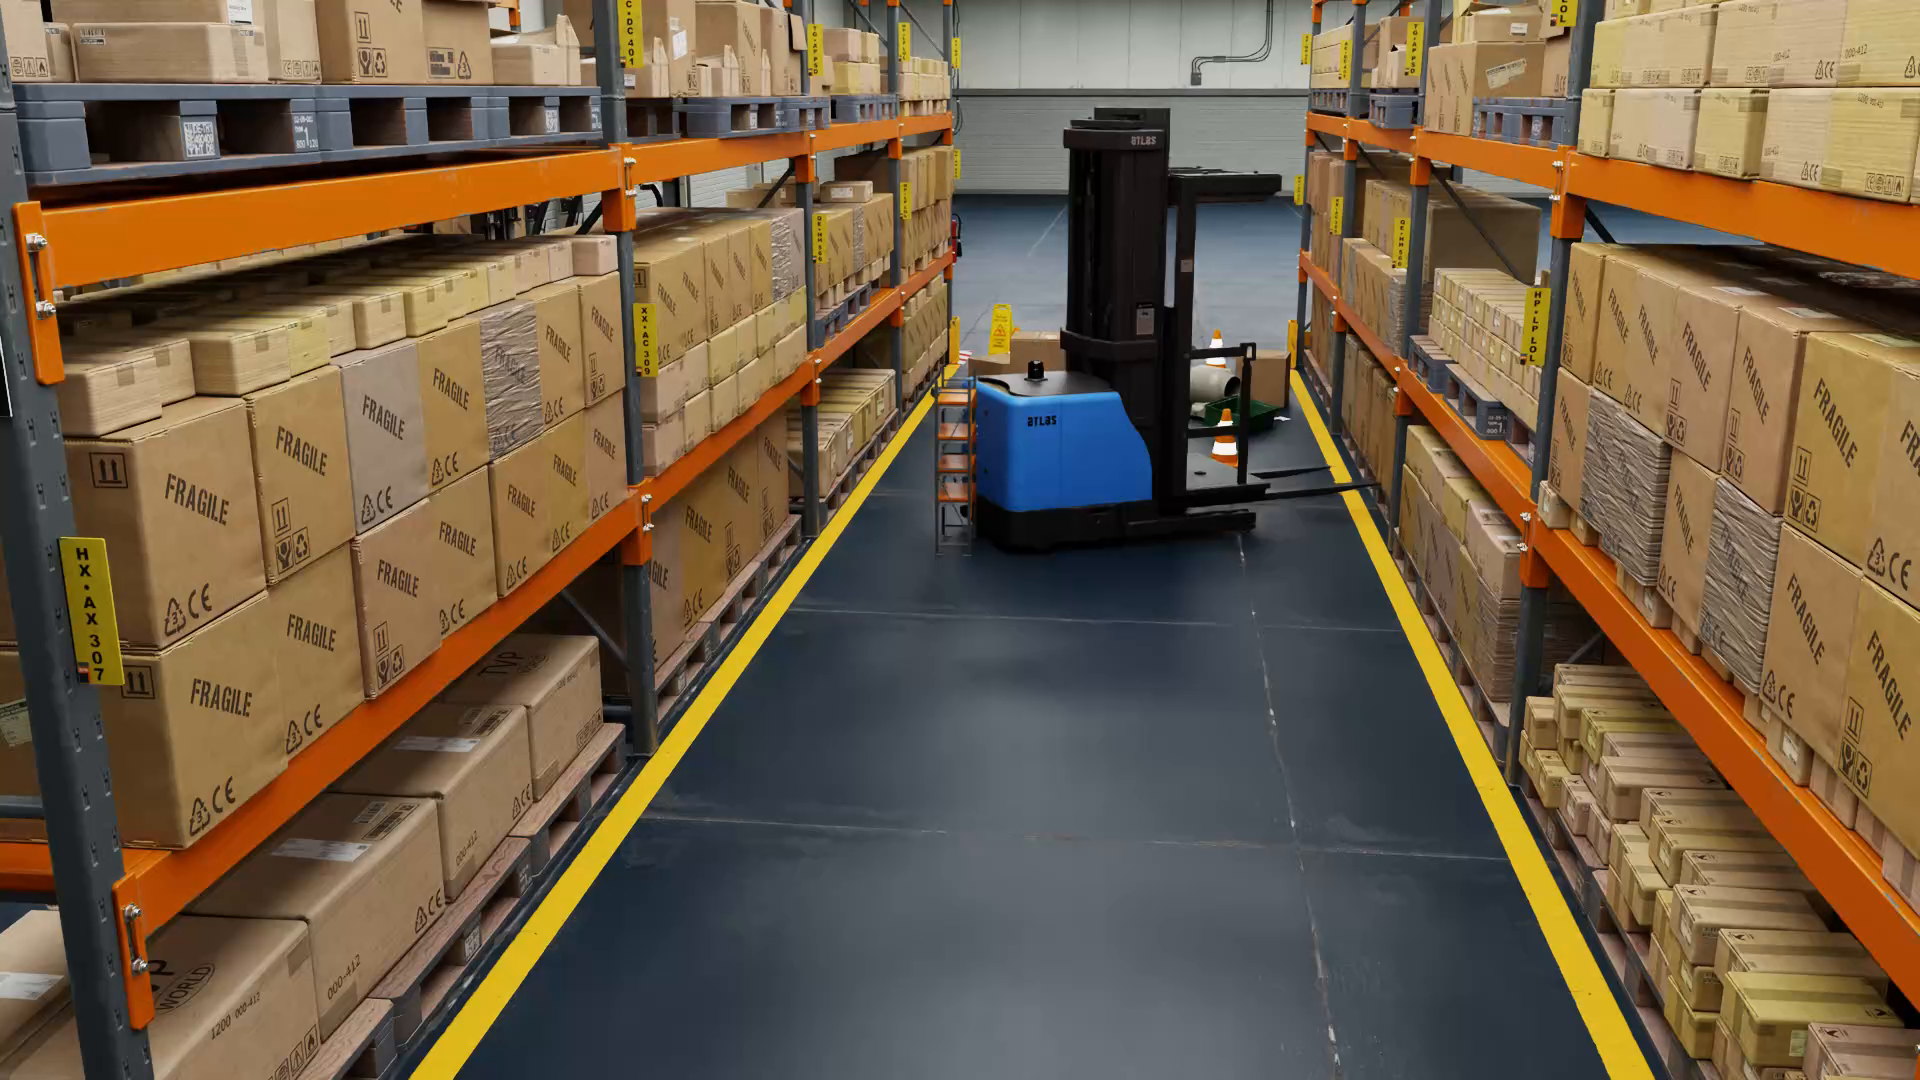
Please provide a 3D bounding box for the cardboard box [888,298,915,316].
[{"bbox_3d":[-0.635,-2.247,16.010,0.380,0.149,0.250,2,15,7],"label":"cardboard box"}]

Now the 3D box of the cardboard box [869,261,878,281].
[{"bbox_3d":[-0.893,-2.259,13.946,0.380,0.149,0.250,2,15,7],"label":"cardboard box"}]

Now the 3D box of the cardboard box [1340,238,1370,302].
[{"bbox_3d":[3.560,-2.321,14.308,0.500,0.500,0.500,2,15,7],"label":"cardboard box"}]

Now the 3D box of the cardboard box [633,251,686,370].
[{"bbox_3d":[-1.611,-1.083,7.812,0.500,0.500,0.500,2,15,7],"label":"cardboard box"}]

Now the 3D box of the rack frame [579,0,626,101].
[{"bbox_3d":[-1.946,-3.342,6.782,1.000,3.000,0.127,2,15,6],"label":"rack frame"}]

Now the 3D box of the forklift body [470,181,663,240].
[{"bbox_3d":[-3.926,-2.748,17.705,2.313,2.155,1.214,2,15,6],"label":"forklift body"}]

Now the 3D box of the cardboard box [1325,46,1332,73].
[{"bbox_3d":[3.859,-4.699,16.267,0.500,0.250,0.500,2,15,6],"label":"cardboard box"}]

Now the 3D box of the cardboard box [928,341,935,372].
[{"bbox_3d":[-0.536,-1.946,17.576,0.500,0.250,0.500,1,15,4],"label":"cardboard box"}]

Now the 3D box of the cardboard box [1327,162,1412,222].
[{"bbox_3d":[3.909,-3.236,15.526,0.875,0.550,0.550,2,15,6],"label":"cardboard box"}]

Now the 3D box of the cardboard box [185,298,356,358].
[{"bbox_3d":[-1.991,-0.609,4.818,0.380,0.149,0.250,2,15,7],"label":"cardboard box"}]

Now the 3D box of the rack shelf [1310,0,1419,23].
[{"bbox_3d":[4.112,-5.276,16.077,1.077,0.370,4.000,2,15,6],"label":"rack shelf"}]

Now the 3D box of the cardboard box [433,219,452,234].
[{"bbox_3d":[-5.568,-3.089,17.147,0.500,0.500,0.500,2,15,6],"label":"cardboard box"}]

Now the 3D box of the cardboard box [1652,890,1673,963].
[{"bbox_3d":[2.458,1.260,5.342,0.380,0.149,0.250,2,15,9],"label":"cardboard box"}]

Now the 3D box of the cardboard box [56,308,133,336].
[{"bbox_3d":[-2.536,-0.552,4.606,0.380,0.149,0.250,2,15,8],"label":"cardboard box"}]

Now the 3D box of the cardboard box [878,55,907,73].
[{"bbox_3d":[-0.683,-4.305,15.042,0.380,0.149,0.250,1,15,5],"label":"cardboard box"}]

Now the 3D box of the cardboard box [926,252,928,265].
[{"bbox_3d":[-0.535,-2.870,17.009,0.380,0.149,0.250,2,15,6],"label":"cardboard box"}]

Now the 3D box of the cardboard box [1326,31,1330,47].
[{"bbox_3d":[3.811,-4.928,16.352,0.380,0.149,0.250,2,15,7],"label":"cardboard box"}]

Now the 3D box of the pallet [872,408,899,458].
[{"bbox_3d":[-1.130,-0.973,14.855,1.003,0.211,1.213,2,15,6],"label":"pallet"}]

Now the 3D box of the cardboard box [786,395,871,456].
[{"bbox_3d":[-1.255,-0.952,13.666,0.950,0.372,0.625,2,15,8],"label":"cardboard box"}]

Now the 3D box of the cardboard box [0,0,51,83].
[{"bbox_3d":[-2.436,-1.154,3.730,0.500,0.250,0.500,0,15,1],"label":"cardboard box"}]

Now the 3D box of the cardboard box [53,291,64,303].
[{"bbox_3d":[-6.225,-1.476,10.856,0.500,0.250,0.500,1,15,4],"label":"cardboard box"}]

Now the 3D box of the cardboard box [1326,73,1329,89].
[{"bbox_3d":[3.781,-4.479,16.217,0.380,0.149,0.250,2,15,6],"label":"cardboard box"}]

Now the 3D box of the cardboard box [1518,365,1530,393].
[{"bbox_3d":[2.892,-0.793,7.955,0.380,0.149,0.250,2,15,9],"label":"cardboard box"}]

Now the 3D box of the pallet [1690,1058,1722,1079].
[{"bbox_3d":[2.668,1.828,4.498,1.003,0.211,1.213,2,15,6],"label":"pallet"}]

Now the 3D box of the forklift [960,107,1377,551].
[{"bbox_3d":[1.570,-1.562,11.824,3.031,2.935,1.130,-6,16,-20],"label":"forklift"}]

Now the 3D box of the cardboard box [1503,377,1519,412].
[{"bbox_3d":[2.919,-0.714,8.231,0.380,0.149,0.250,1,15,3],"label":"cardboard box"}]

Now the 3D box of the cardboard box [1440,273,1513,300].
[{"bbox_3d":[3.163,-1.549,10.179,0.380,0.149,0.250,1,15,5],"label":"cardboard box"}]

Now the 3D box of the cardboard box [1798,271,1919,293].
[{"bbox_3d":[3.075,-0.604,5.474,0.500,0.500,0.500,2,15,8],"label":"cardboard box"}]

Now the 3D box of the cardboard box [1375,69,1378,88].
[{"bbox_3d":[3.470,-3.623,13.053,0.380,0.149,0.250,2,15,6],"label":"cardboard box"}]

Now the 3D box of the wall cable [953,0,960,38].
[{"bbox_3d":[1.221,-15.811,49.167,3.097,2.526,0.112,2,15,6],"label":"wall cable"}]

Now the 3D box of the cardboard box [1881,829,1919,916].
[{"bbox_3d":[2.288,0.739,3.662,0.380,0.149,0.250,2,15,6],"label":"cardboard box"}]

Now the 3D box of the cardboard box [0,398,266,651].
[{"bbox_3d":[-2.060,-0.056,4.014,0.500,0.500,0.500,1,15,5],"label":"cardboard box"}]

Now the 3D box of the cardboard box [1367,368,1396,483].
[{"bbox_3d":[3.688,-0.863,12.611,1.050,0.750,0.750,2,15,7],"label":"cardboard box"}]

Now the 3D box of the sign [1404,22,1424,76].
[{"bbox_3d":[2.885,-3.118,10.558,0.100,0.325,0.005,2,15,6],"label":"sign"}]

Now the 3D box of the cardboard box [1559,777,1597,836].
[{"bbox_3d":[2.617,1.067,6.626,0.380,0.149,0.250,2,15,6],"label":"cardboard box"}]

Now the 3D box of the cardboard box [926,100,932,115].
[{"bbox_3d":[-0.483,-4.385,16.865,0.380,0.149,0.250,2,15,6],"label":"cardboard box"}]

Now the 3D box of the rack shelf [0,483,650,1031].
[{"bbox_3d":[-2.172,0.420,5.740,1.077,0.370,4.000,2,15,6],"label":"rack shelf"}]

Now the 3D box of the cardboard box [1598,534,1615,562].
[{"bbox_3d":[2.693,-0.001,6.402,0.380,0.149,0.250,1,15,4],"label":"cardboard box"}]

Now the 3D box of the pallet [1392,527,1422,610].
[{"bbox_3d":[3.345,0.185,10.574,1.003,0.211,1.213,2,15,6],"label":"pallet"}]

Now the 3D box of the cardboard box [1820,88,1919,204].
[{"bbox_3d":[2.371,-0.923,3.869,0.500,0.250,0.500,2,15,6],"label":"cardboard box"}]

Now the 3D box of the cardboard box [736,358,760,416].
[{"bbox_3d":[-1.438,-0.876,9.443,0.500,0.250,0.500,1,15,5],"label":"cardboard box"}]

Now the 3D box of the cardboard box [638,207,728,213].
[{"bbox_3d":[-1.793,-1.894,10.812,0.500,0.500,0.500,1,15,4],"label":"cardboard box"}]

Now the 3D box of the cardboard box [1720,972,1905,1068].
[{"bbox_3d":[2.329,1.318,4.558,0.380,0.149,0.250,1,15,5],"label":"cardboard box"}]

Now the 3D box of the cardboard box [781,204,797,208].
[{"bbox_3d":[-1.554,-2.411,13.266,0.500,0.500,0.500,1,15,4],"label":"cardboard box"}]

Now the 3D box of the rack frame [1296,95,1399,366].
[{"bbox_3d":[4.338,-3.439,18.633,1.000,3.000,0.127,2,15,6],"label":"rack frame"}]

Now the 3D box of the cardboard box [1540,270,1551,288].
[{"bbox_3d":[3.835,-1.592,10.339,0.380,0.149,0.250,1,15,4],"label":"cardboard box"}]

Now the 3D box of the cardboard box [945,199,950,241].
[{"bbox_3d":[-0.379,-3.601,18.472,0.500,0.500,0.500,1,15,5],"label":"cardboard box"}]

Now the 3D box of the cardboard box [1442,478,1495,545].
[{"bbox_3d":[2.933,-0.155,9.038,0.500,0.250,0.500,1,15,4],"label":"cardboard box"}]

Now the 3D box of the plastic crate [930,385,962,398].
[{"bbox_3d":[-0.051,-1.495,17.036,0.402,0.080,0.583,-4,16,-13],"label":"plastic crate"}]

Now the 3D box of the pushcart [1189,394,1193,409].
[{"bbox_3d":[1.228,-1.201,15.380,1.648,0.377,0.936,-4,16,-13],"label":"pushcart"}]

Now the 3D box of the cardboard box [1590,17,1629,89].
[{"bbox_3d":[2.691,-1.826,6.250,0.500,0.250,0.500,2,15,8],"label":"cardboard box"}]

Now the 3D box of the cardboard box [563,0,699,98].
[{"bbox_3d":[-1.558,-2.365,7.919,0.500,0.500,0.500,1,15,5],"label":"cardboard box"}]

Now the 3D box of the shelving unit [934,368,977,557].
[{"bbox_3d":[-0.028,-0.535,11.343,0.258,1.200,0.503,1,15,4],"label":"shelving unit"}]

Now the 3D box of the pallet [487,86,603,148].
[{"bbox_3d":[-2.049,-1.639,6.401,1.003,0.211,1.213,2,15,6],"label":"pallet"}]
